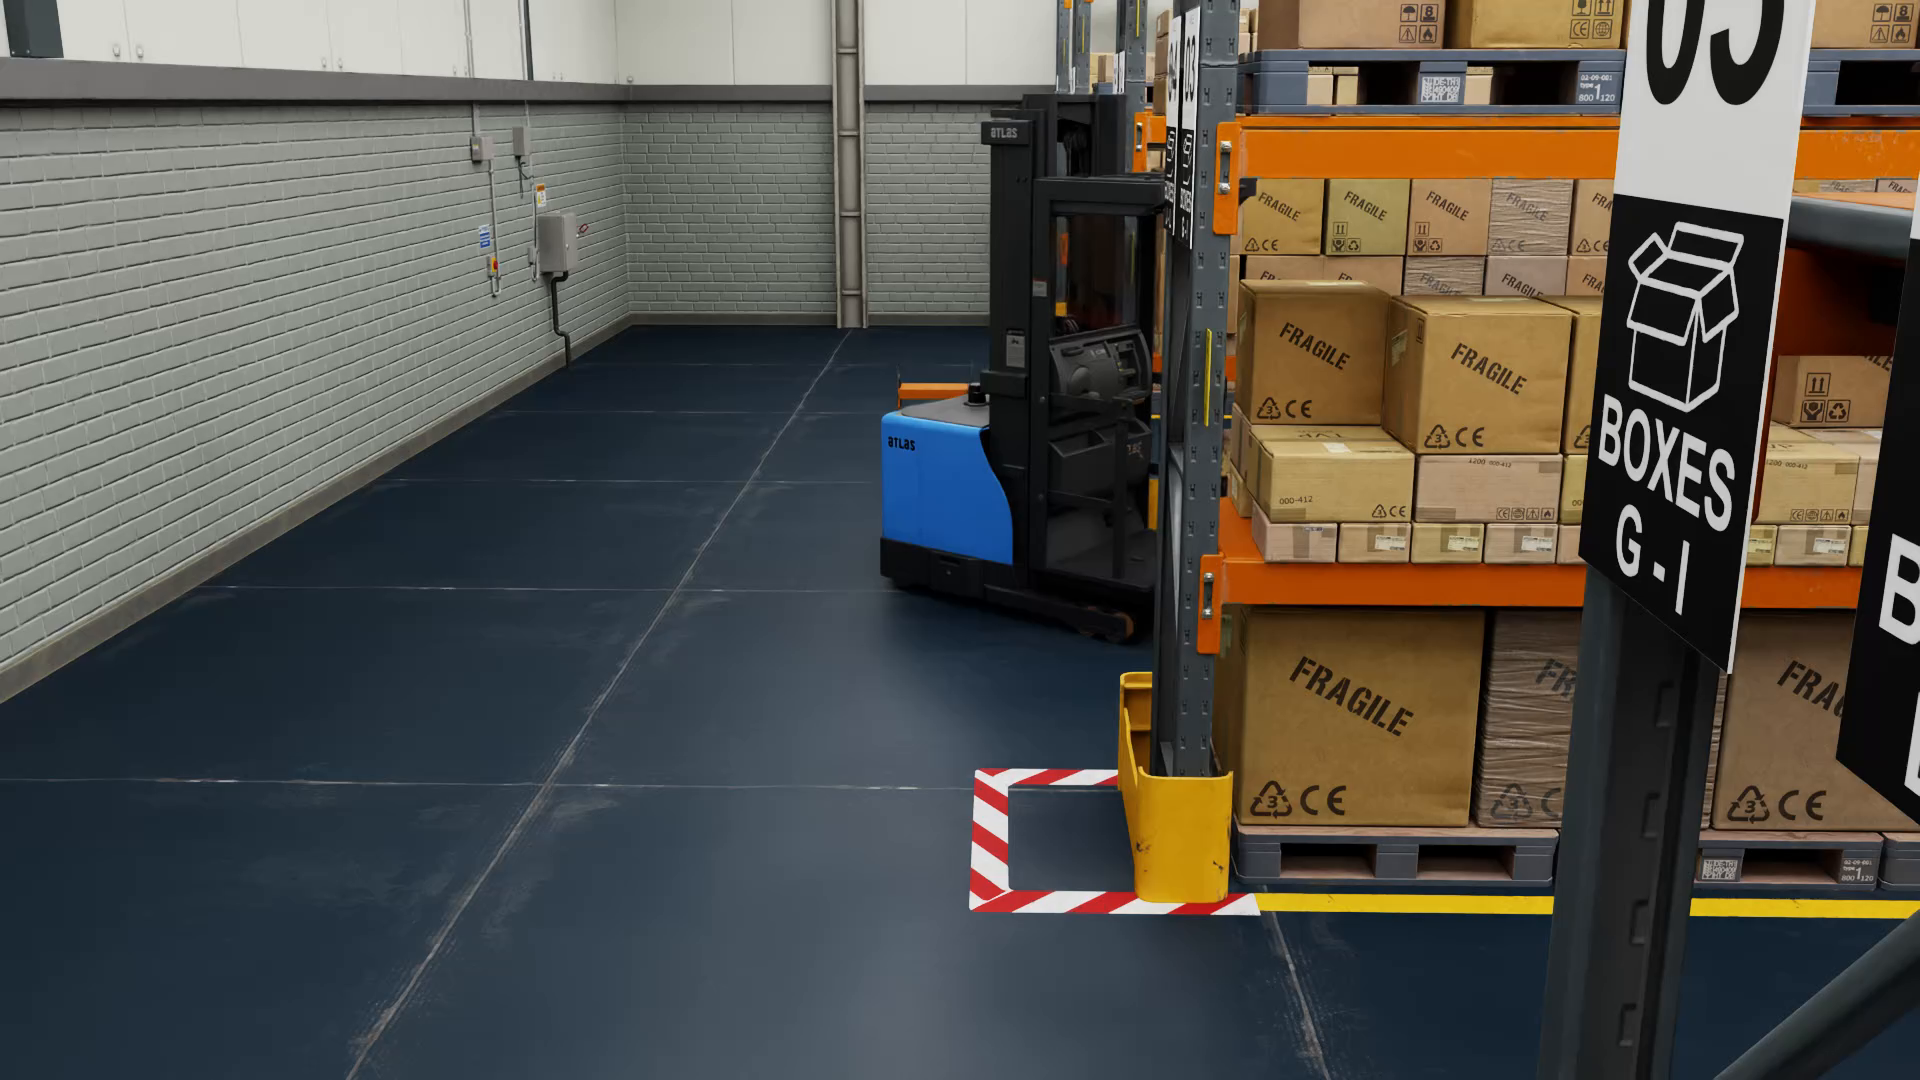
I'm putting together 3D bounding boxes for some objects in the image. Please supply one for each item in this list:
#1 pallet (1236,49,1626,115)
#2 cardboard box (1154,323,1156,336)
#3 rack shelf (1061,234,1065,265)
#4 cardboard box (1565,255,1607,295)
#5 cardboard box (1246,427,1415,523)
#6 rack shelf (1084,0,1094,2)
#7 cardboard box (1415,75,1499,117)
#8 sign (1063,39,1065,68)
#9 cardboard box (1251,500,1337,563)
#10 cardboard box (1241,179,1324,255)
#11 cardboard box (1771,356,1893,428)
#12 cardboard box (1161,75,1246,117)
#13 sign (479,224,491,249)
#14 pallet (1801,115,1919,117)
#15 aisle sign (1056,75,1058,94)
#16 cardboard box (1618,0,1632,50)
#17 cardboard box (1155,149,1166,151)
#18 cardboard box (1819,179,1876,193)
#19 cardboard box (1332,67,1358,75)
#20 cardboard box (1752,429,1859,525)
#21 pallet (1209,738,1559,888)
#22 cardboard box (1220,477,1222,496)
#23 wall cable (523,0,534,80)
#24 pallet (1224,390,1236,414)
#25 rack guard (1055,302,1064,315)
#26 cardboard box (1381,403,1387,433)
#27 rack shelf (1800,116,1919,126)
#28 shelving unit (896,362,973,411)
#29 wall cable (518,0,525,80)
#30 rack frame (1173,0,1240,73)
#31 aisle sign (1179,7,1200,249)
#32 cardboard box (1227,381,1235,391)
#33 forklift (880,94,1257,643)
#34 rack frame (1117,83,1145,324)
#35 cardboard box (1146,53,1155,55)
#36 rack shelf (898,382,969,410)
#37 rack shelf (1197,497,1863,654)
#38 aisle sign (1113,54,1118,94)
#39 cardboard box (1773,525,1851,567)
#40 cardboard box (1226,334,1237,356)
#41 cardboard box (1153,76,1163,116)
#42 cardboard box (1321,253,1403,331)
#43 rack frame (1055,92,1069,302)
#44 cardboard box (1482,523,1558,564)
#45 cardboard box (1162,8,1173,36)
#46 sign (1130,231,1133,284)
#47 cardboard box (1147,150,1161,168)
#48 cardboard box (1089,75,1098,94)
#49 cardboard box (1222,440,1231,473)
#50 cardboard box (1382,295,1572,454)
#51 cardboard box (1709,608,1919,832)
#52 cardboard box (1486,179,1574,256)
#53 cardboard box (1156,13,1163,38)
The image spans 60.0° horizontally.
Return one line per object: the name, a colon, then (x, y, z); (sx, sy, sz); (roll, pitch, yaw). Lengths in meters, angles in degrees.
pallet: (1.614, -1.650, 6.006); (1.213, 0.211, 1.003); (0, 15, 1)
cardboard box: (1.433, -1.457, 11.475); (0.250, 0.149, 0.380); (0, 15, 1)
rack shelf: (3.248, -3.677, 20.805); (4.000, 0.370, 1.077); (0, 15, 1)
cardboard box: (4.089, -1.609, 10.781); (0.500, 0.500, 0.500); (0, 15, 0)
cardboard box: (1.345, -0.244, 6.094); (0.500, 0.250, 0.500); (0, 15, 0)
rack shelf: (3.125, -5.118, 15.293); (4.000, 0.370, 1.077); (0, 15, 1)
cardboard box: (3.100, -2.808, 10.515); (0.500, 0.250, 0.500); (0, 15, 1)
sign: (1.235, -5.772, 19.744); (0.005, 0.325, 0.100); (0, 15, 1)
cardboard box: (1.219, -0.036, 6.090); (0.250, 0.149, 0.380); (1, 15, 2)
cardboard box: (2.047, -2.112, 10.725); (0.500, 0.500, 0.500); (1, 15, 3)
cardboard box: (3.387, -0.728, 6.460); (0.500, 0.500, 0.500); (0, 15, 0)
cardboard box: (1.542, -2.818, 10.556); (0.500, 0.250, 0.500); (1, 15, 3)
sign: (-4.574, -2.921, 16.002); (0.001, 0.218, 0.327); (0, 15, 1)
pallet: (5.713, -2.811, 10.602); (1.003, 0.211, 1.213); (0, 15, 1)
aisle sign: (1.173, -5.220, 20.149); (0.004, 0.787, 0.394); (0, 15, 1)
cardboard box: (2.471, -1.979, 5.867); (0.500, 0.500, 0.700); (-1, 15, -2)
cardboard box: (2.004, -3.690, 16.018); (0.250, 0.149, 0.380); (0, 15, 1)
cardboard box: (8.086, -3.189, 15.392); (0.500, 0.500, 0.500); (1, 15, 2)
cardboard box: (2.559, -3.049, 10.452); (0.500, 0.250, 0.500); (1, 15, 2)
cardboard box: (2.889, -0.236, 6.064); (0.500, 0.250, 0.500); (0, 15, 0)
pallet: (1.674, 1.089, 6.798); (1.213, 0.211, 1.003); (0, 15, 1)
cardboard box: (1.617, -0.408, 11.189); (0.250, 0.149, 0.380); (1, 15, 4)
wall cable: (-4.437, -6.558, 18.482); (0.133, 3.039, 2.988); (0, 15, 1)
pallet: (3.143, -1.429, 16.344); (1.213, 0.211, 1.003); (0, 15, 1)
rack guard: (1.325, -2.828, 21.080); (0.348, 0.500, 1.175); (0, 15, 1)
cardboard box: (1.871, -0.377, 6.598); (0.500, 0.250, 0.500); (0, 15, 0)
rack shelf: (7.098, -2.572, 10.739); (4.000, 0.370, 1.077); (0, 15, 1)
shelving unit: (-0.165, -0.581, 11.191); (0.503, 1.200, 0.258); (0, 15, 1)
wall cable: (-4.546, -5.829, 15.795); (0.029, 3.000, 2.355); (0, 15, 1)
rack frame: (0.872, -3.145, 5.621); (0.127, 3.000, 1.000); (0, 15, 1)
aisle sign: (0.793, -1.425, 5.766); (0.004, 0.787, 0.394); (0, 15, 1)
cardboard box: (2.703, -1.753, 16.304); (0.875, 0.438, 0.875); (1, 15, 3)
forklift: (0.972, -1.001, 9.387); (3.031, 2.935, 1.130); (12, 19, 37)
rack frame: (1.100, -1.509, 11.178); (0.127, 3.000, 1.000); (0, 15, 1)
cardboard box: (2.194, -5.726, 20.013); (0.500, 0.250, 0.500); (0, 15, 1)
rack shelf: (-0.165, -0.961, 11.091); (0.480, 0.148, 0.258); (0, 15, 1)
rack shelf: (2.872, 0.117, 6.428); (4.000, 0.370, 1.077); (0, 15, 1)
aisle sign: (1.035, -2.842, 11.138); (0.004, 0.787, 0.394); (0, 15, 1)
cardboard box: (3.019, -0.025, 6.049); (0.250, 0.149, 0.380); (1, 15, 2)
cardboard box: (1.671, -1.310, 10.919); (0.250, 0.149, 0.380); (1, 15, 3)
cardboard box: (1.562, -2.951, 11.059); (0.500, 0.250, 0.500); (0, 15, 0)
cardboard box: (2.567, -1.624, 10.836); (0.500, 0.500, 0.500); (1, 15, 2)
rack frame: (1.249, -4.037, 20.763); (0.127, 3.000, 1.000); (0, 15, 1)
cardboard box: (1.992, -0.032, 6.074); (0.250, 0.149, 0.380); (0, 15, 1)
cardboard box: (1.418, -3.261, 10.471); (0.250, 0.149, 0.380); (0, 15, 1)
sign: (1.086, -1.789, 10.543); (0.005, 0.325, 0.100); (0, 15, 1)
cardboard box: (1.737, -3.560, 15.528); (0.250, 0.149, 0.380); (1, 15, 3)
cardboard box: (1.685, -5.486, 20.086); (0.500, 0.250, 0.500); (0, 15, 1)
cardboard box: (1.894, -0.560, 11.180); (0.250, 0.149, 0.380); (1, 15, 2)
cardboard box: (1.845, -0.603, 5.986); (0.500, 0.500, 0.500); (0, 15, 0)
cardboard box: (3.314, 0.576, 6.620); (0.875, 0.875, 0.875); (0, 15, 1)
cardboard box: (3.594, -2.101, 10.685); (0.500, 0.500, 0.500); (1, 15, 3)
cardboard box: (1.440, -3.394, 10.975); (0.250, 0.149, 0.380); (0, 15, 1)
